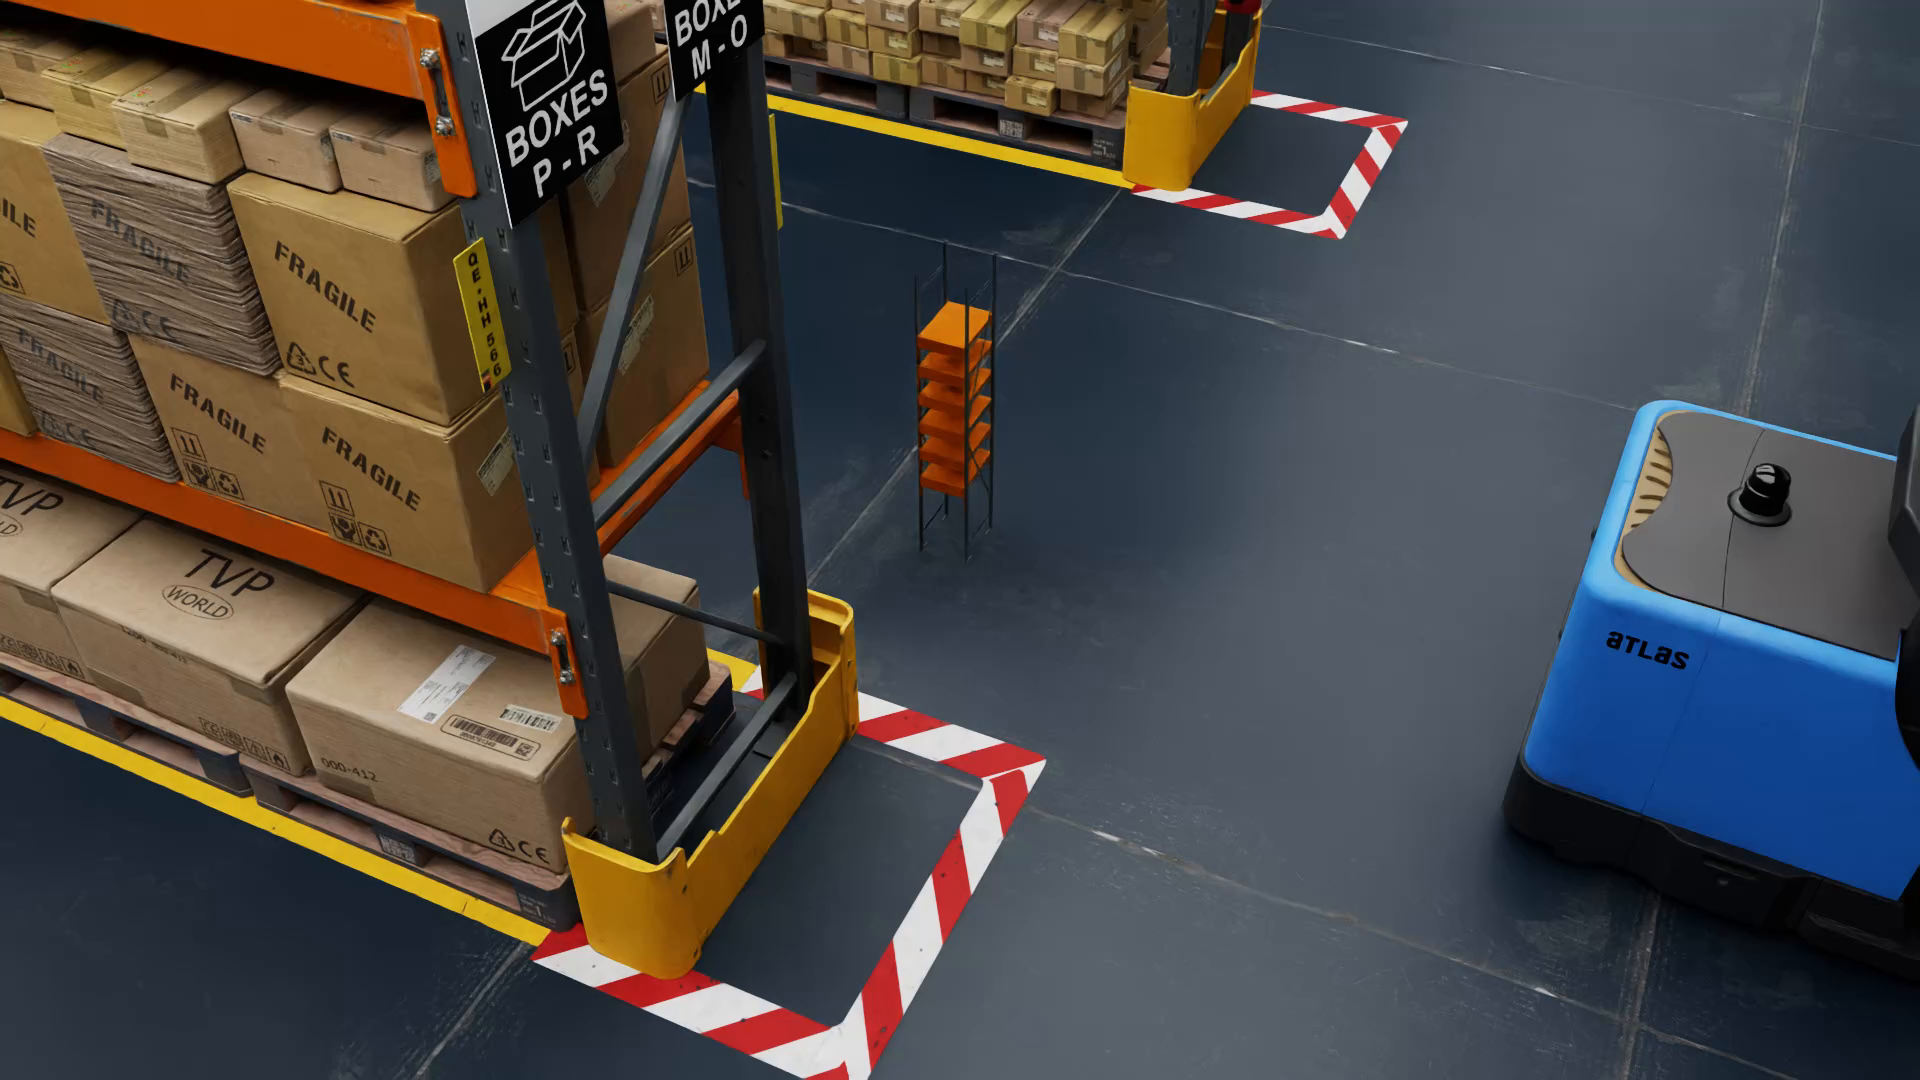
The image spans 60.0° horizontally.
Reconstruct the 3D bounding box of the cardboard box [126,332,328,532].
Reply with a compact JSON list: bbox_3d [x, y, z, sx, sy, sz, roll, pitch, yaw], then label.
[{"bbox_3d":[-1.735,-0.414,4.361,0.500,0.500,0.500,16,43,18],"label":"cardboard box"}]

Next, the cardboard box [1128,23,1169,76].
[{"bbox_3d":[0.924,-2.635,8.856,0.250,0.149,0.380,18,44,19],"label":"cardboard box"}]

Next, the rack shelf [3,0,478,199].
[{"bbox_3d":[-2.550,-1.668,4.143,4.000,0.370,1.077,17,44,19],"label":"rack shelf"}]

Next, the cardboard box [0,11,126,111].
[{"bbox_3d":[-2.075,-1.180,3.986,0.250,0.149,0.380,17,44,18],"label":"cardboard box"}]

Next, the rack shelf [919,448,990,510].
[{"bbox_3d":[-0.013,-0.242,6.048,0.180,0.103,0.258,17,44,19],"label":"rack shelf"}]

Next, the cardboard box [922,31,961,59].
[{"bbox_3d":[-0.007,-2.667,8.666,0.250,0.149,0.380,16,44,18],"label":"cardboard box"}]

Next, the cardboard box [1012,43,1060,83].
[{"bbox_3d":[0.451,-2.493,8.465,0.250,0.149,0.380,16,43,18],"label":"cardboard box"}]

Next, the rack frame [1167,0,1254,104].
[{"bbox_3d":[1.264,-3.218,7.673,0.127,3.000,1.000,17,44,19],"label":"rack frame"}]

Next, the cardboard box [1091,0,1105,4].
[{"bbox_3d":[0.632,-2.876,8.680,0.250,0.149,0.380,18,44,19],"label":"cardboard box"}]

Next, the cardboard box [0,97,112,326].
[{"bbox_3d":[-2.208,-0.926,4.189,0.500,0.500,0.500,17,44,18],"label":"cardboard box"}]

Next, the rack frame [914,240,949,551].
[{"bbox_3d":[-0.096,-0.483,5.891,0.006,1.200,0.240,17,44,19],"label":"rack frame"}]

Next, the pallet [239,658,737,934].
[{"bbox_3d":[-1.495,0.627,5.366,1.213,0.211,1.003,17,44,19],"label":"pallet"}]

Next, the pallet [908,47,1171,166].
[{"bbox_3d":[0.474,-2.432,8.894,1.213,0.211,1.003,17,44,19],"label":"pallet"}]

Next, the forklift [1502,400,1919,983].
[{"bbox_3d":[3.238,-0.033,4.050,3.031,2.935,1.130,18,44,20],"label":"forklift"}]

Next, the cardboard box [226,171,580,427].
[{"bbox_3d":[-1.275,-0.660,3.881,0.500,0.500,0.500,18,44,20],"label":"cardboard box"}]

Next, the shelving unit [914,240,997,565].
[{"bbox_3d":[-0.013,-0.457,5.862,0.189,1.200,0.258,17,44,19],"label":"shelving unit"}]

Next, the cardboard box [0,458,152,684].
[{"bbox_3d":[-3.027,-0.065,5.671,0.875,0.438,0.875,16,43,17],"label":"cardboard box"}]

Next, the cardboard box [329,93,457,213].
[{"bbox_3d":[-1.147,-0.893,3.656,0.250,0.149,0.380,18,44,19],"label":"cardboard box"}]

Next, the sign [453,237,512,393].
[{"bbox_3d":[-0.980,-0.461,3.427,0.005,0.325,0.100,17,44,19],"label":"sign"}]

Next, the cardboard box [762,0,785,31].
[{"bbox_3d":[-0.980,-2.892,8.926,0.250,0.149,0.380,17,44,18],"label":"cardboard box"}]

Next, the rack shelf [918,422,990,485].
[{"bbox_3d":[-0.013,-0.333,5.969,0.180,0.103,0.258,17,44,19],"label":"rack shelf"}]

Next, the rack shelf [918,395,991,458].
[{"bbox_3d":[-0.013,-0.424,5.891,0.180,0.103,0.258,17,44,19],"label":"rack shelf"}]

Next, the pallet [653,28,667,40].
[{"bbox_3d":[-1.738,-3.107,9.674,1.213,0.211,1.003,17,44,19],"label":"pallet"}]

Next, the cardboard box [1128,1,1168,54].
[{"bbox_3d":[0.898,-2.709,8.715,0.250,0.149,0.380,19,44,20],"label":"cardboard box"}]

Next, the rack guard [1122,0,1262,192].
[{"bbox_3d":[1.195,-2.295,8.516,0.348,0.500,1.175,17,44,19],"label":"rack guard"}]

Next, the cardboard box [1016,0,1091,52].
[{"bbox_3d":[0.473,-2.624,8.389,0.250,0.149,0.380,18,44,19],"label":"cardboard box"}]

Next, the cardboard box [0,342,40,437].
[{"bbox_3d":[-2.679,-0.686,4.675,0.500,0.500,0.500,18,44,20],"label":"cardboard box"}]

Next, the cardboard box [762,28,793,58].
[{"bbox_3d":[-0.974,-2.781,9.024,0.250,0.149,0.380,16,43,17],"label":"cardboard box"}]

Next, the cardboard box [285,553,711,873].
[{"bbox_3d":[-1.378,0.434,5.095,0.875,0.438,0.875,16,43,17],"label":"cardboard box"}]

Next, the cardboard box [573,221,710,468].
[{"bbox_3d":[-1.051,-0.593,4.568,0.500,0.500,0.500,17,44,18],"label":"cardboard box"}]

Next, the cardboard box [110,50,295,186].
[{"bbox_3d":[-1.657,-0.971,3.745,0.250,0.149,0.380,17,44,18],"label":"cardboard box"}]

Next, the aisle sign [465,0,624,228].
[{"bbox_3d":[-0.803,-1.031,3.164,0.004,0.787,0.394,17,44,19],"label":"aisle sign"}]

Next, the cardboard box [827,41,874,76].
[{"bbox_3d":[-0.506,-2.639,8.860,0.250,0.149,0.380,18,44,19],"label":"cardboard box"}]

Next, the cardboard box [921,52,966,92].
[{"bbox_3d":[-0.010,-2.518,8.720,0.250,0.149,0.380,17,44,19],"label":"cardboard box"}]

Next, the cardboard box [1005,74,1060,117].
[{"bbox_3d":[0.423,-2.333,8.507,0.250,0.149,0.380,18,44,20],"label":"cardboard box"}]

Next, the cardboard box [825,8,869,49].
[{"bbox_3d":[-0.506,-2.749,8.761,0.250,0.149,0.380,19,44,21],"label":"cardboard box"}]

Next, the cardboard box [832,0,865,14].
[{"bbox_3d":[-0.482,-2.910,8.719,0.250,0.149,0.380,16,43,17],"label":"cardboard box"}]

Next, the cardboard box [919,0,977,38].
[{"bbox_3d":[-0.023,-2.730,8.511,0.250,0.149,0.380,15,43,17],"label":"cardboard box"}]
